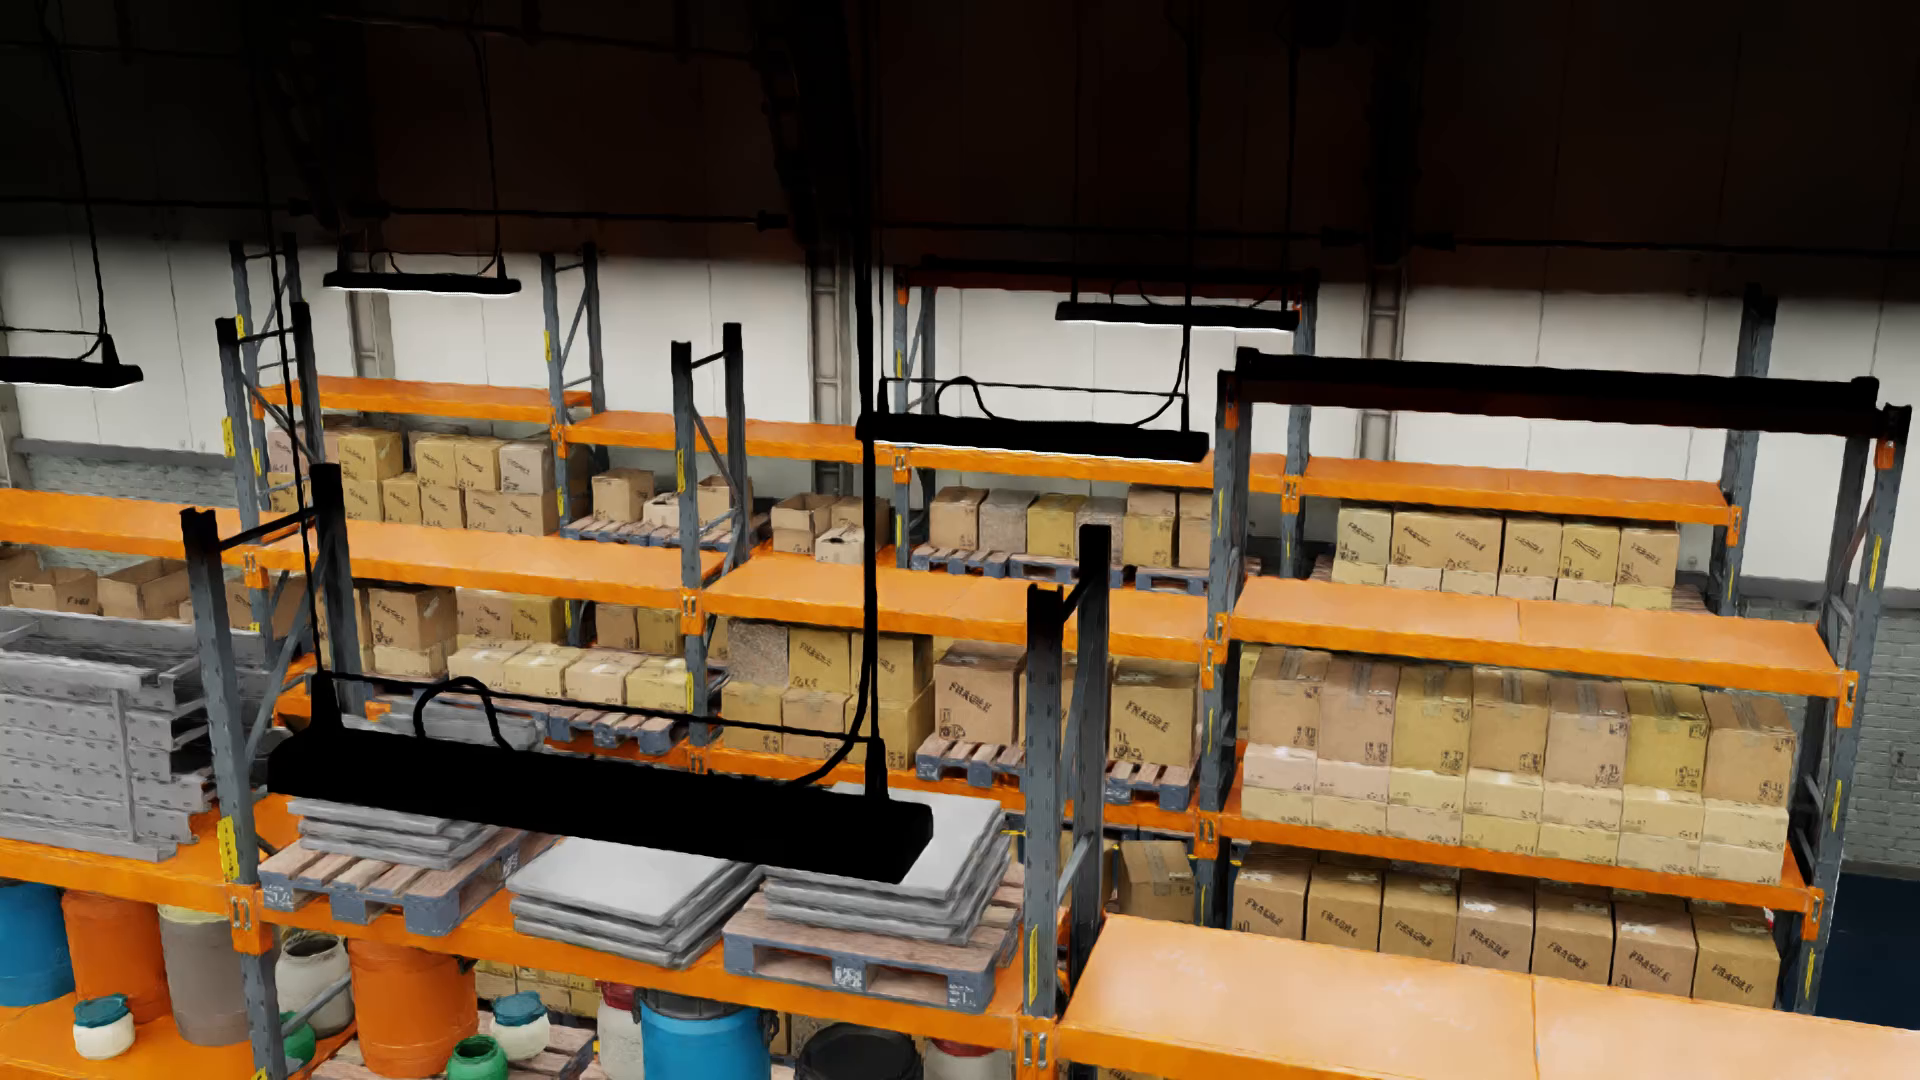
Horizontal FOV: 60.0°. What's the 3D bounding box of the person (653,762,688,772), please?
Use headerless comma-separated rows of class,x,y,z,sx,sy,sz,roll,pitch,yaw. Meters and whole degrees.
person,-3.084,2.266,17.787,0.832,1.714,0.683,0,16,1
